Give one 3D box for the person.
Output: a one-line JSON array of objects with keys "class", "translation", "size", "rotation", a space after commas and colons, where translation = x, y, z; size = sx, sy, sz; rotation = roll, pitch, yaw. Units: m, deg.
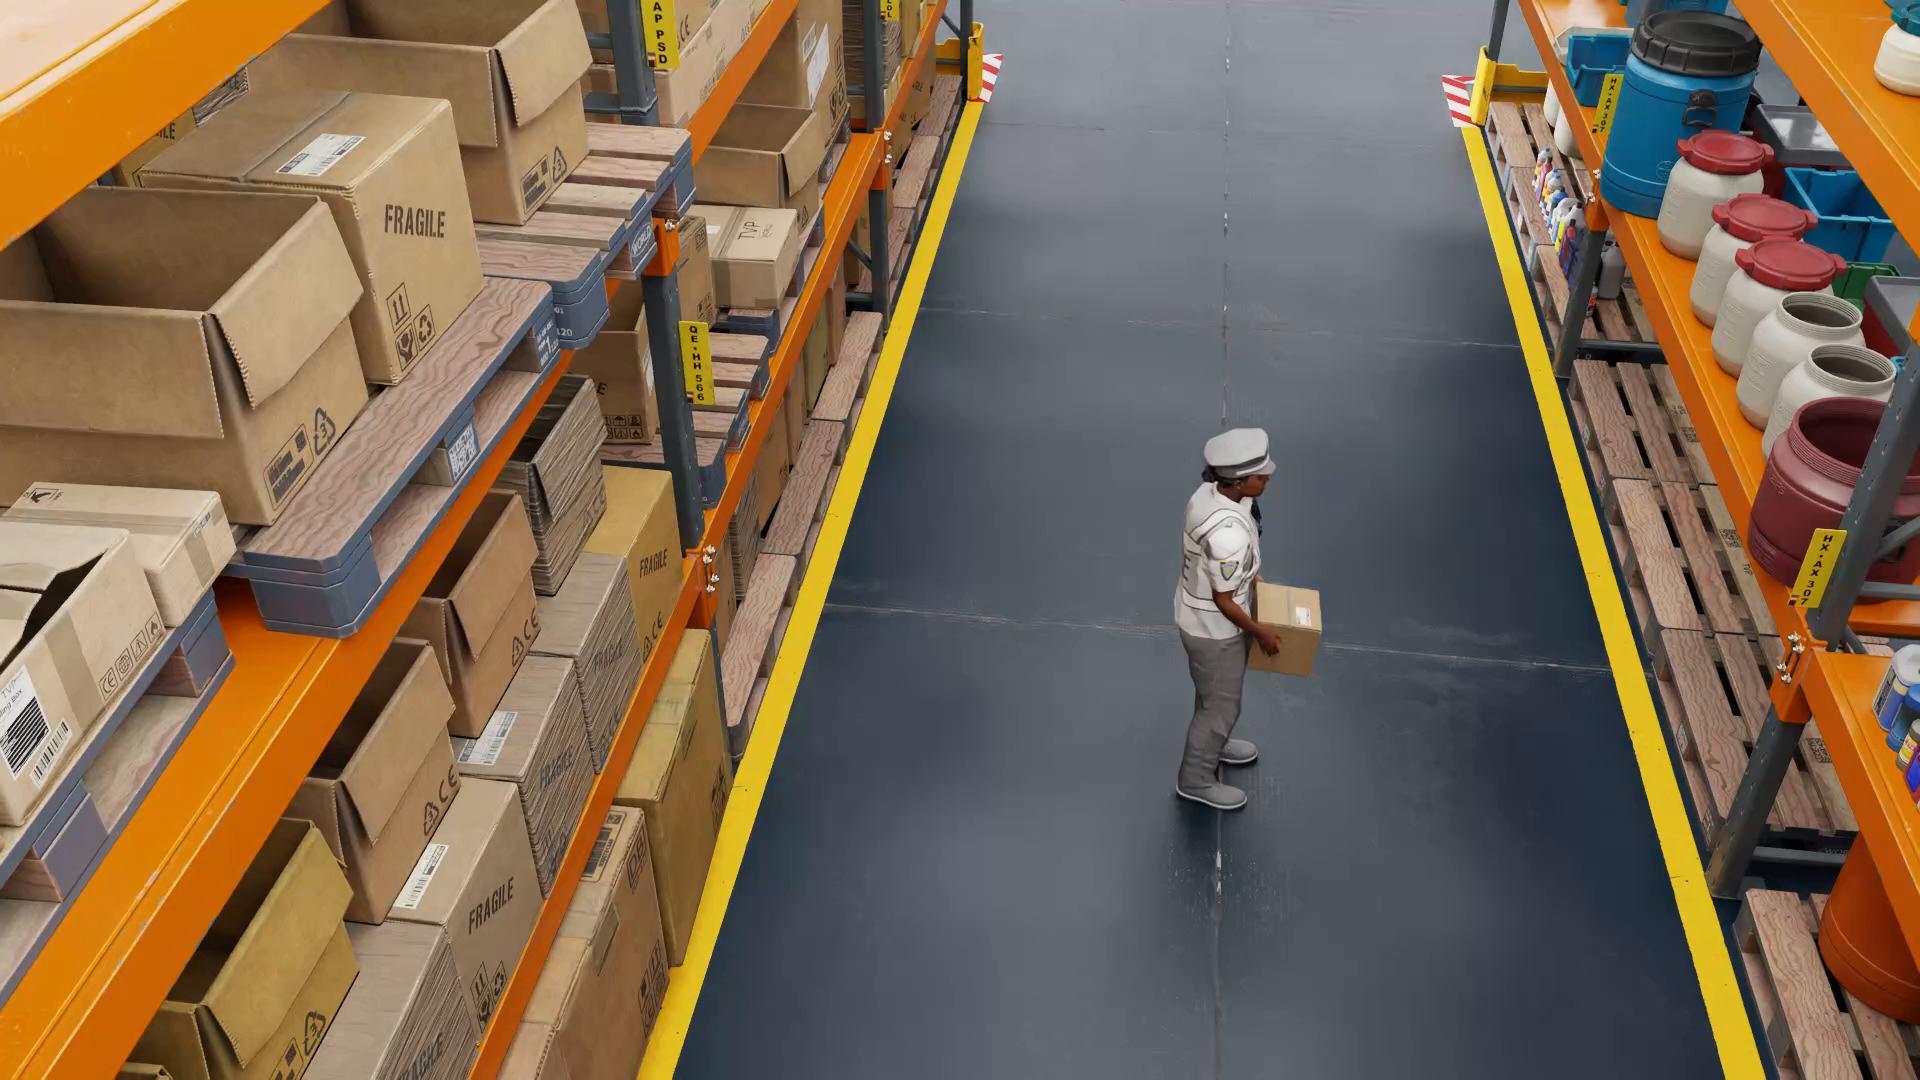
[{"class": "person", "translation": [1.063, 0.306, 6.605], "size": [0.428, 1.680, 0.479], "rotation": [4, 37, 5]}]
